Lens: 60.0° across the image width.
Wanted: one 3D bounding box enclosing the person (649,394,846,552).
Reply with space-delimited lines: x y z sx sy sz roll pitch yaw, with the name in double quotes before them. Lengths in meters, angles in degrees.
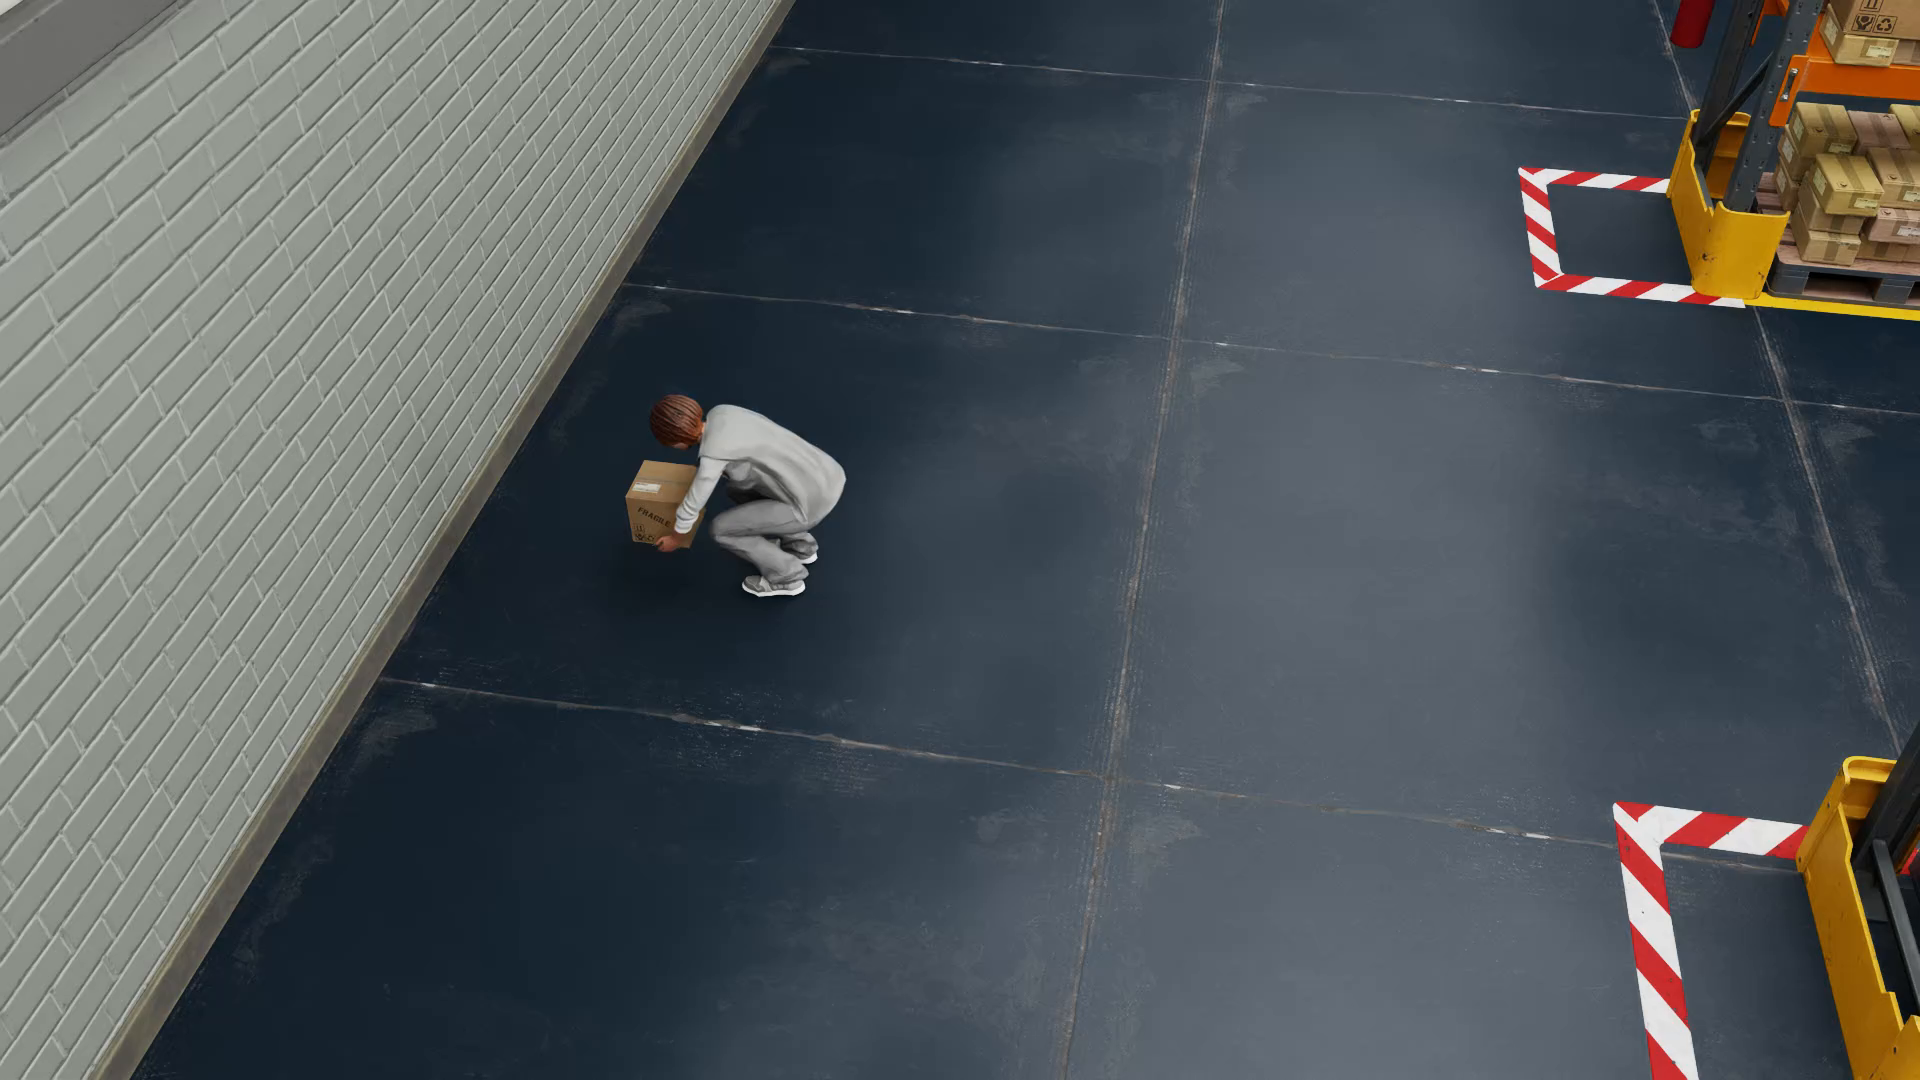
"person" -0.881 -0.253 6.850 0.801 0.754 0.428 7 42 7
